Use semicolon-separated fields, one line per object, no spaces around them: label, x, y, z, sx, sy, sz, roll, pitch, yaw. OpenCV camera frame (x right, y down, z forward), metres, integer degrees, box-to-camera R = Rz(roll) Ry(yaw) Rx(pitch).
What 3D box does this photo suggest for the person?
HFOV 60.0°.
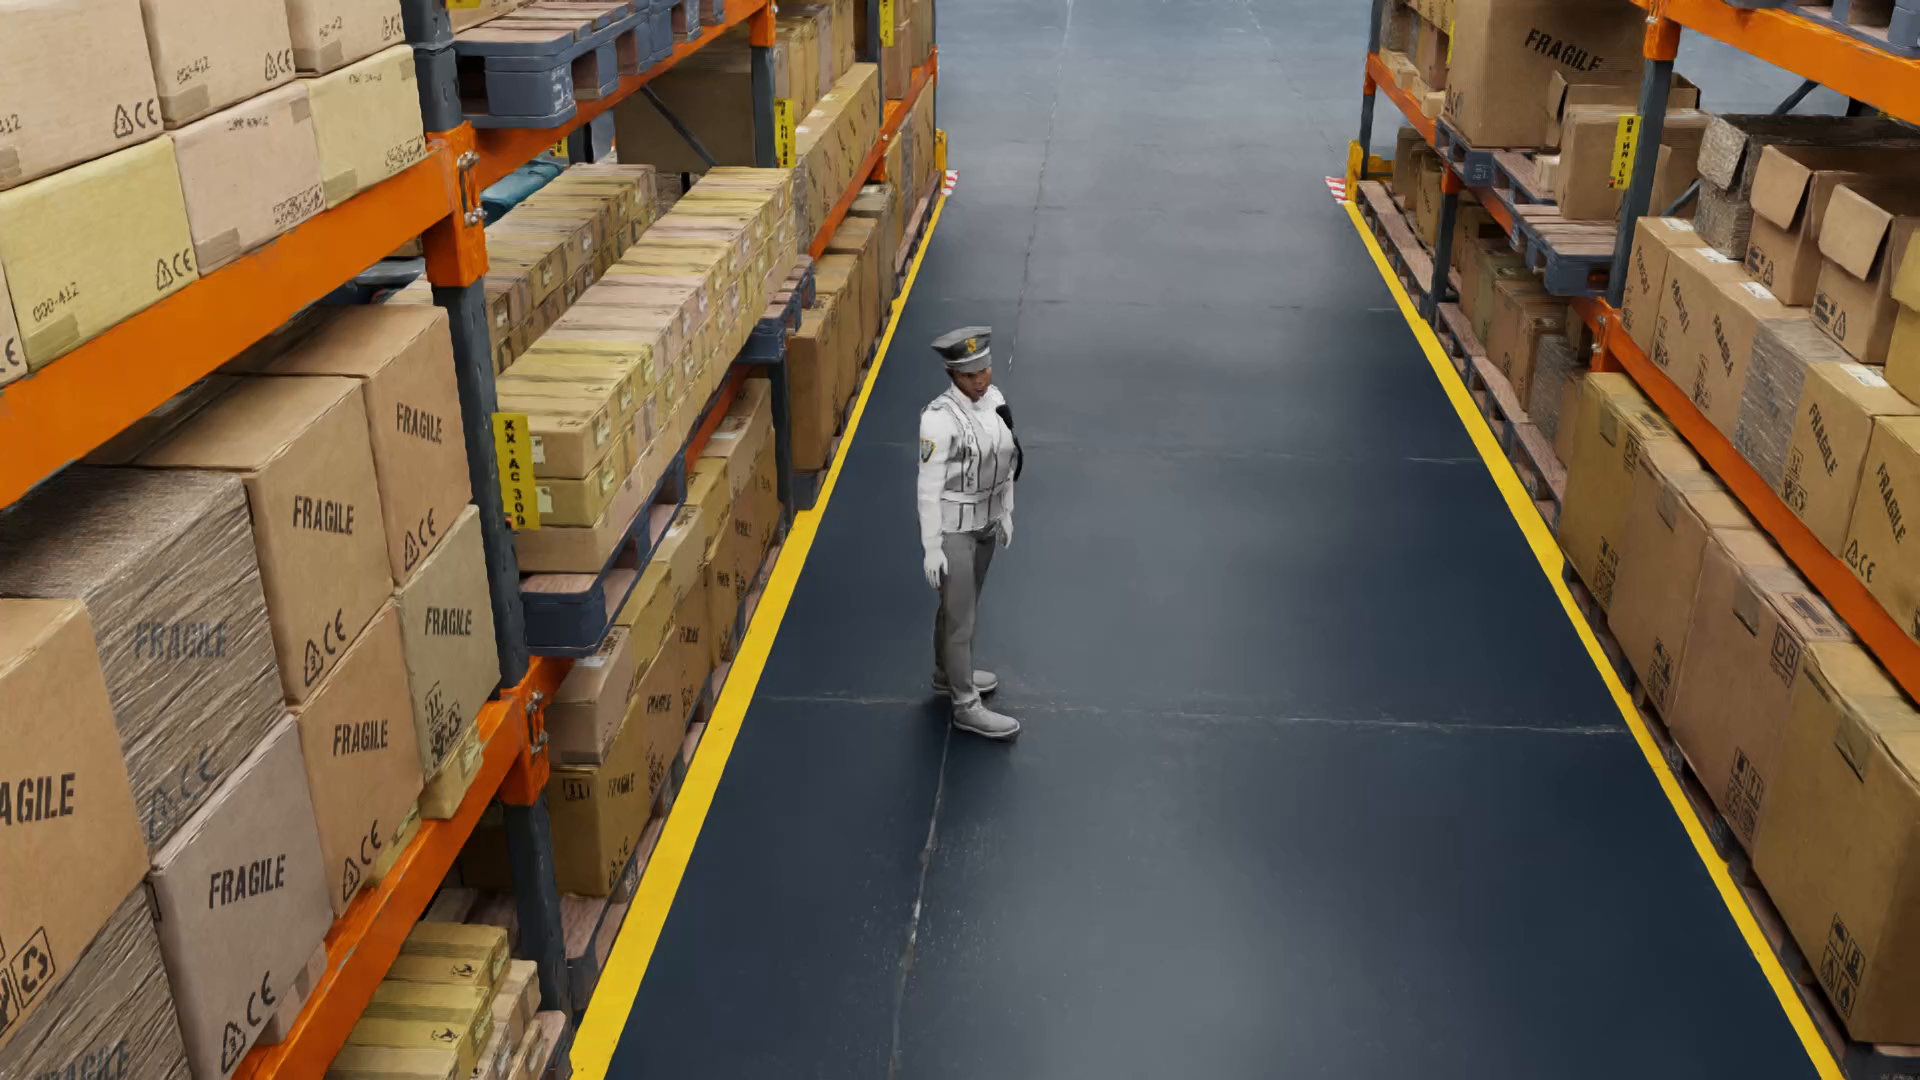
person;0.053;-0.035;6.611;0.534;1.673;0.569;15;29;29
